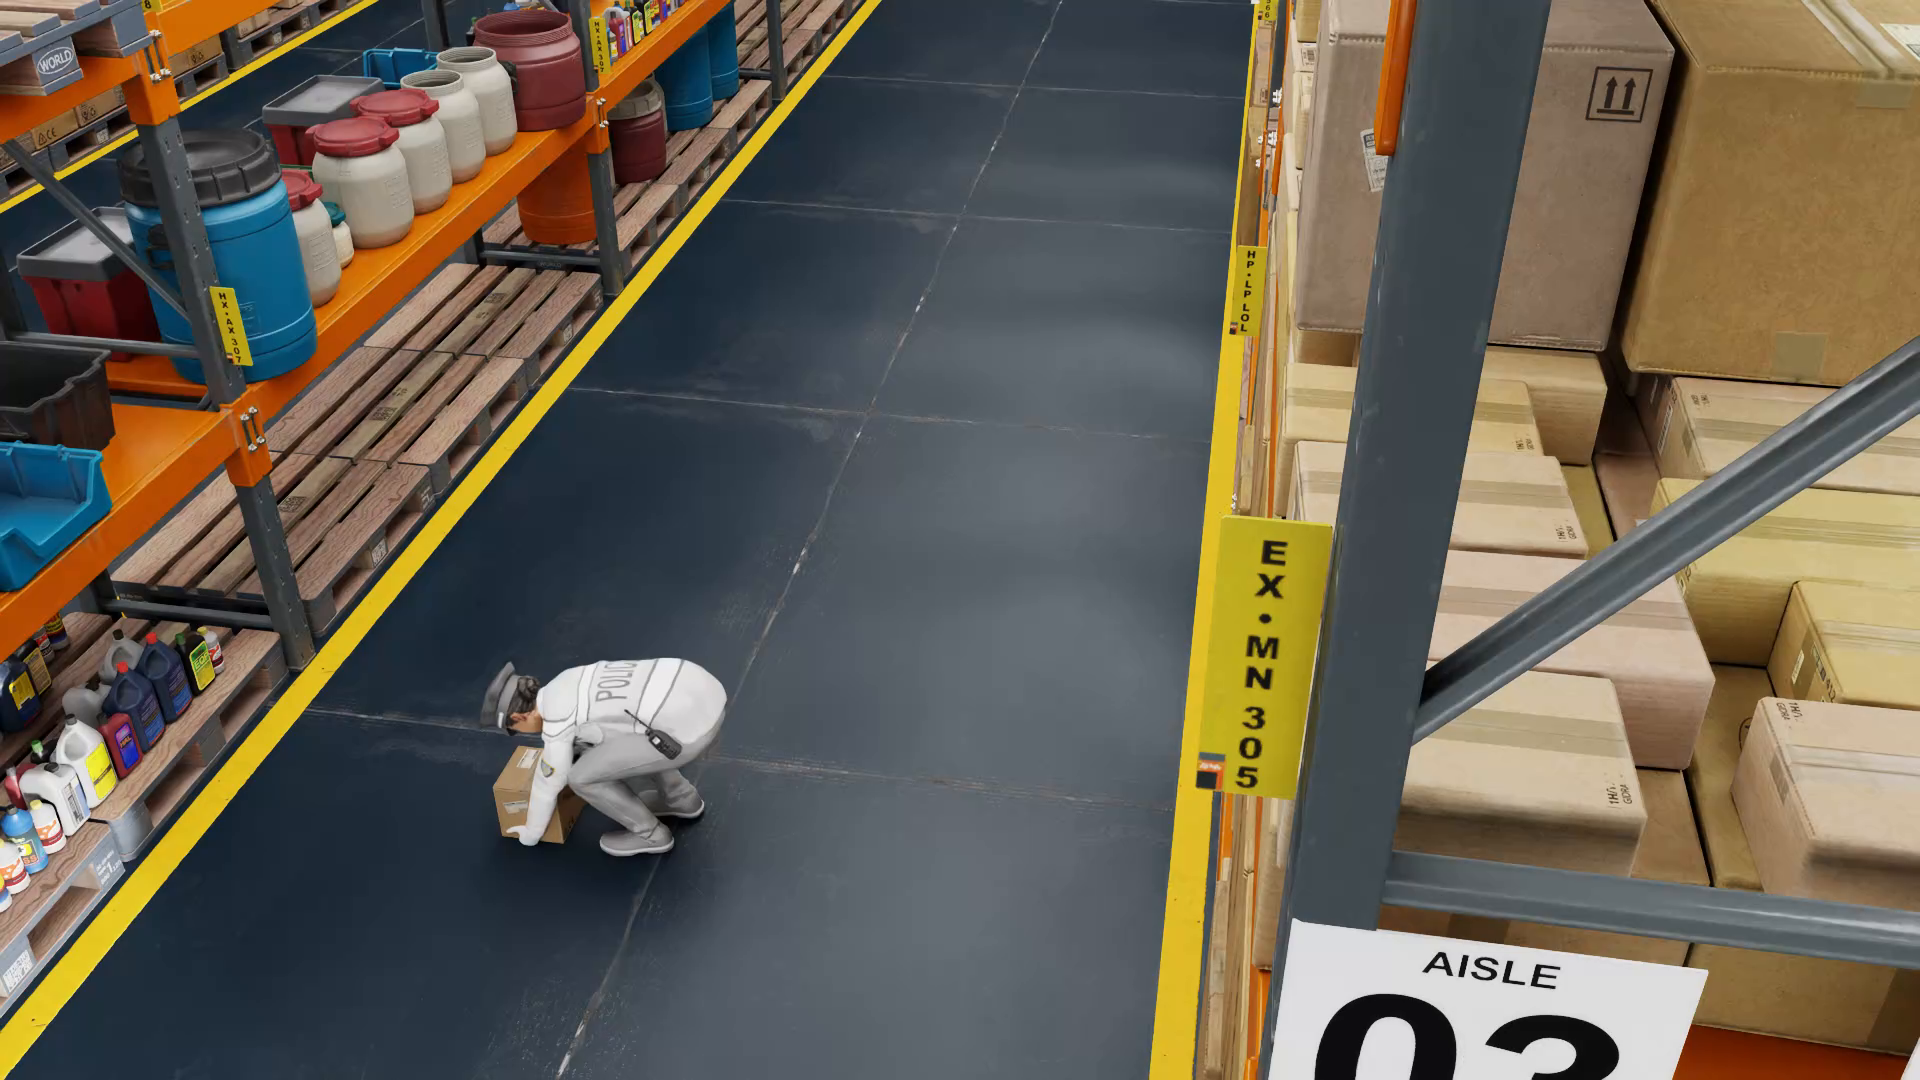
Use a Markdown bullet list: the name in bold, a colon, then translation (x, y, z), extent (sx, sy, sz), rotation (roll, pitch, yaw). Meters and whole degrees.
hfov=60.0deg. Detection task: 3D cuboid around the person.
- **person**: translation (-1.323, 0.797, 6.248), extent (0.912, 0.772, 0.449), rotation (4, 33, 7)
